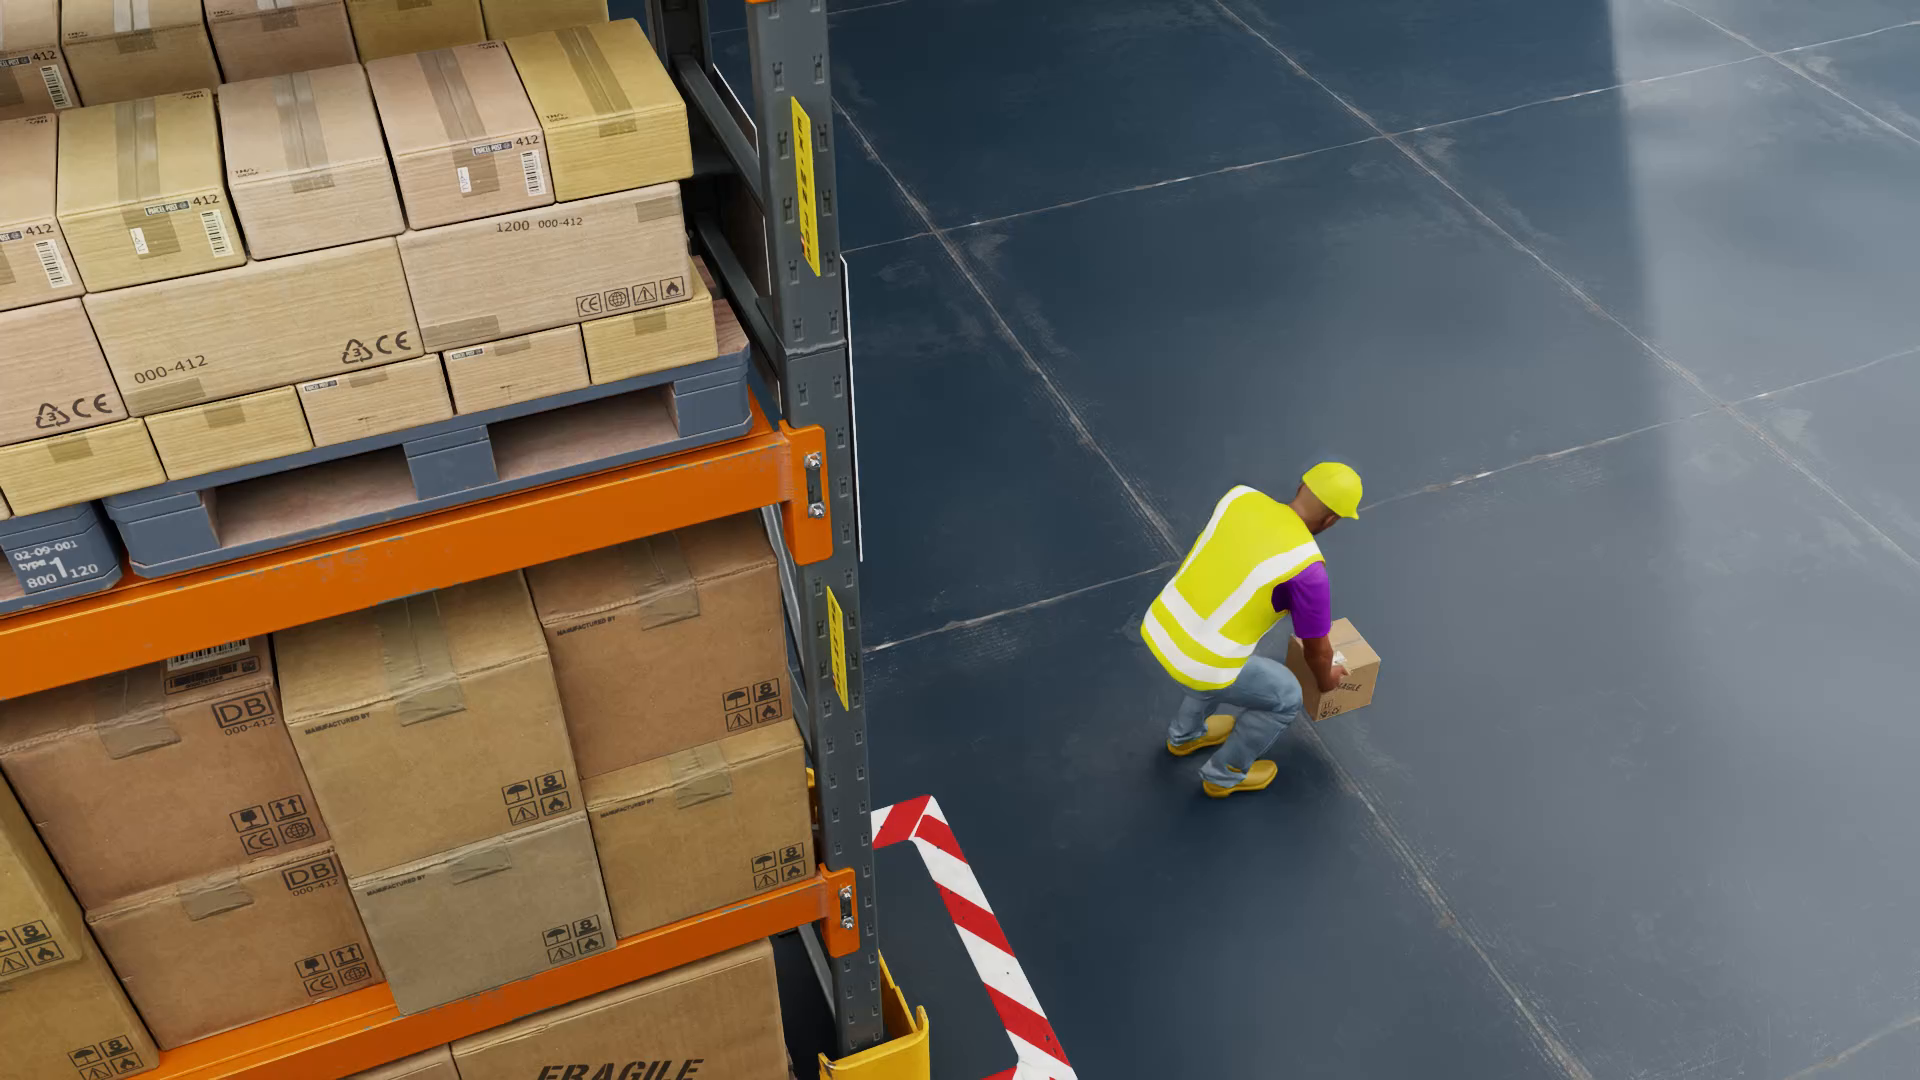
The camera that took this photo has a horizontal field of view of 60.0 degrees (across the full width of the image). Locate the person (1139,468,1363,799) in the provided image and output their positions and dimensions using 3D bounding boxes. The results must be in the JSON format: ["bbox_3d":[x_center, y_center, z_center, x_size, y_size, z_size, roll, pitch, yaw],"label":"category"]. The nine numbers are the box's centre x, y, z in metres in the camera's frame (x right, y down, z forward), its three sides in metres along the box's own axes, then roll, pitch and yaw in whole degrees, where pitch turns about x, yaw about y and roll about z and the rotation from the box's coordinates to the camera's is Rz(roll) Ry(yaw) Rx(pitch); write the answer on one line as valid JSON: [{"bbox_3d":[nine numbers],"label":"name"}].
[{"bbox_3d":[1.045,0.330,6.109,0.802,1.317,0.629,-15,44,-17],"label":"person"}]
